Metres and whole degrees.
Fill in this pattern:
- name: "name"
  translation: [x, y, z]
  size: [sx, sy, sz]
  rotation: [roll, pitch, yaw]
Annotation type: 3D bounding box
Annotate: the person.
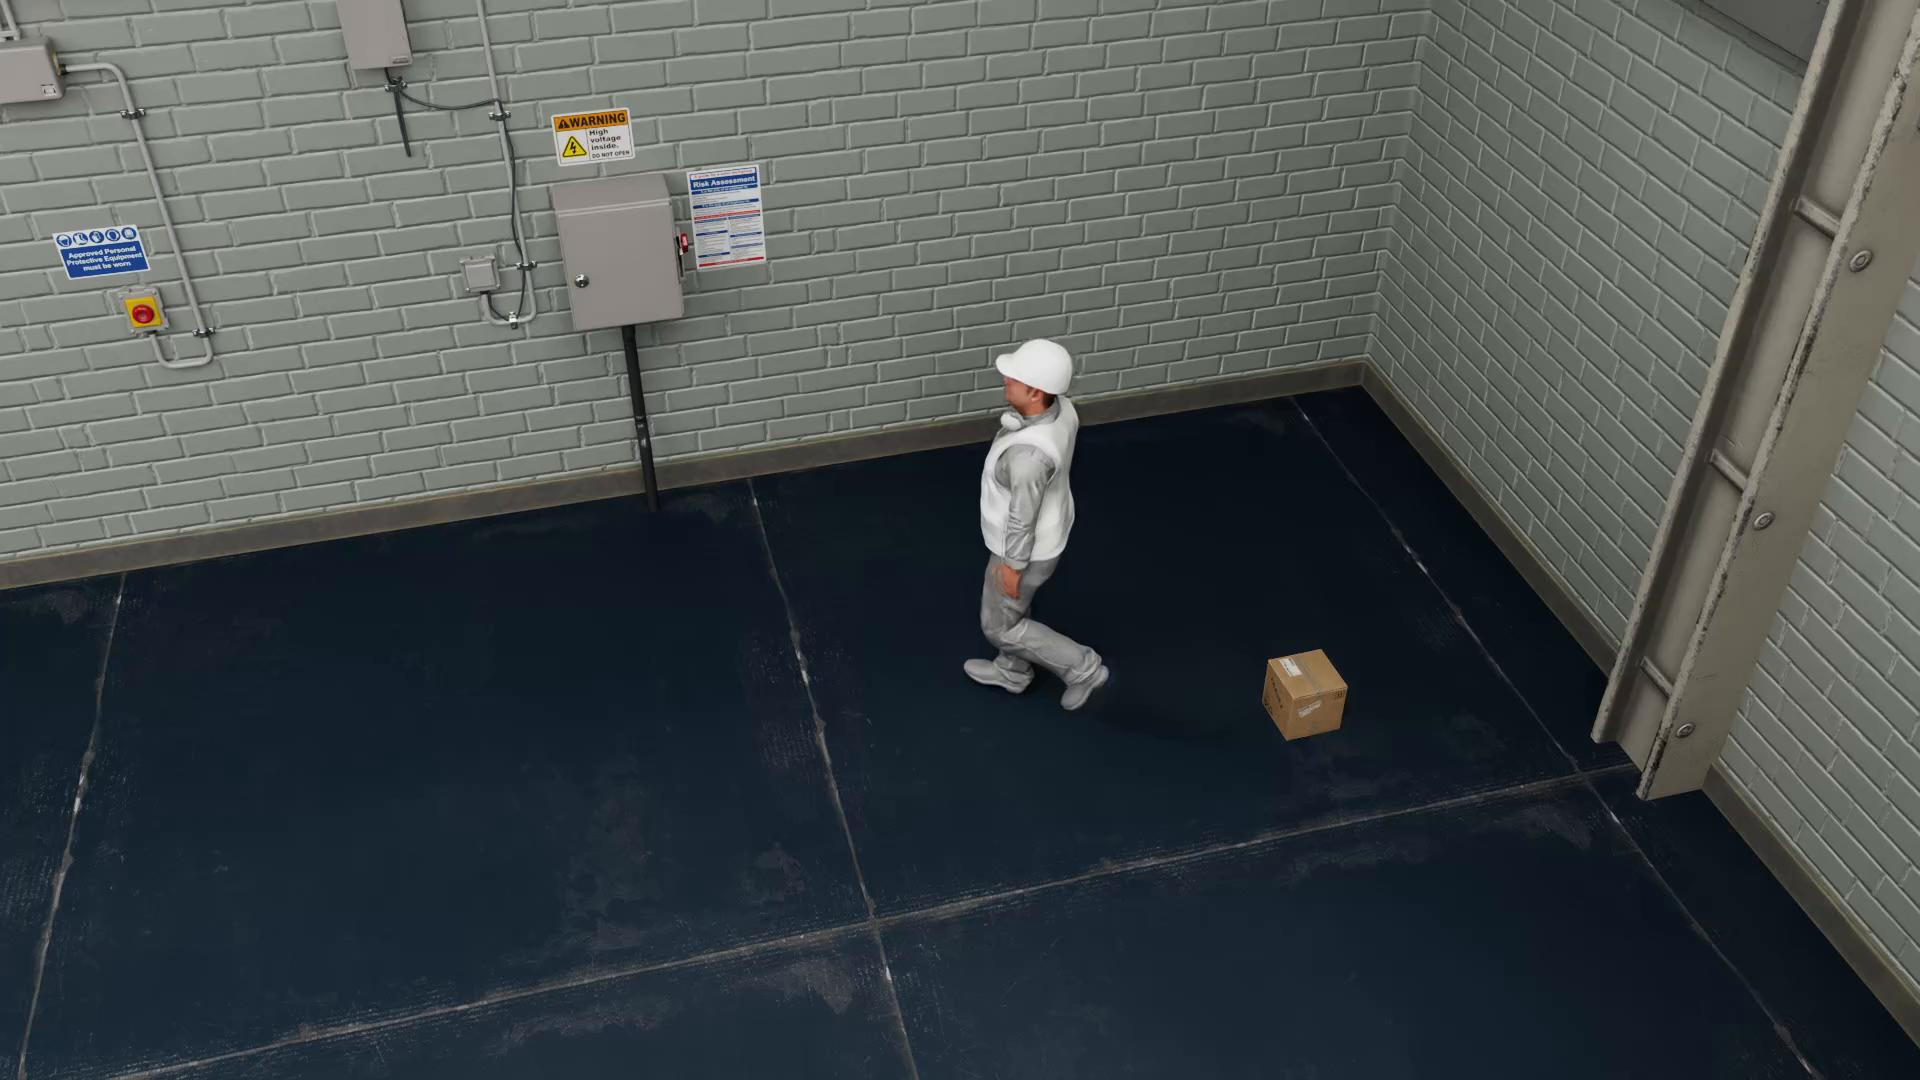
- name: "person"
  translation: [0.323, -0.019, 6.695]
  size: [0.670, 1.759, 0.539]
  rotation: [10, 39, 13]
